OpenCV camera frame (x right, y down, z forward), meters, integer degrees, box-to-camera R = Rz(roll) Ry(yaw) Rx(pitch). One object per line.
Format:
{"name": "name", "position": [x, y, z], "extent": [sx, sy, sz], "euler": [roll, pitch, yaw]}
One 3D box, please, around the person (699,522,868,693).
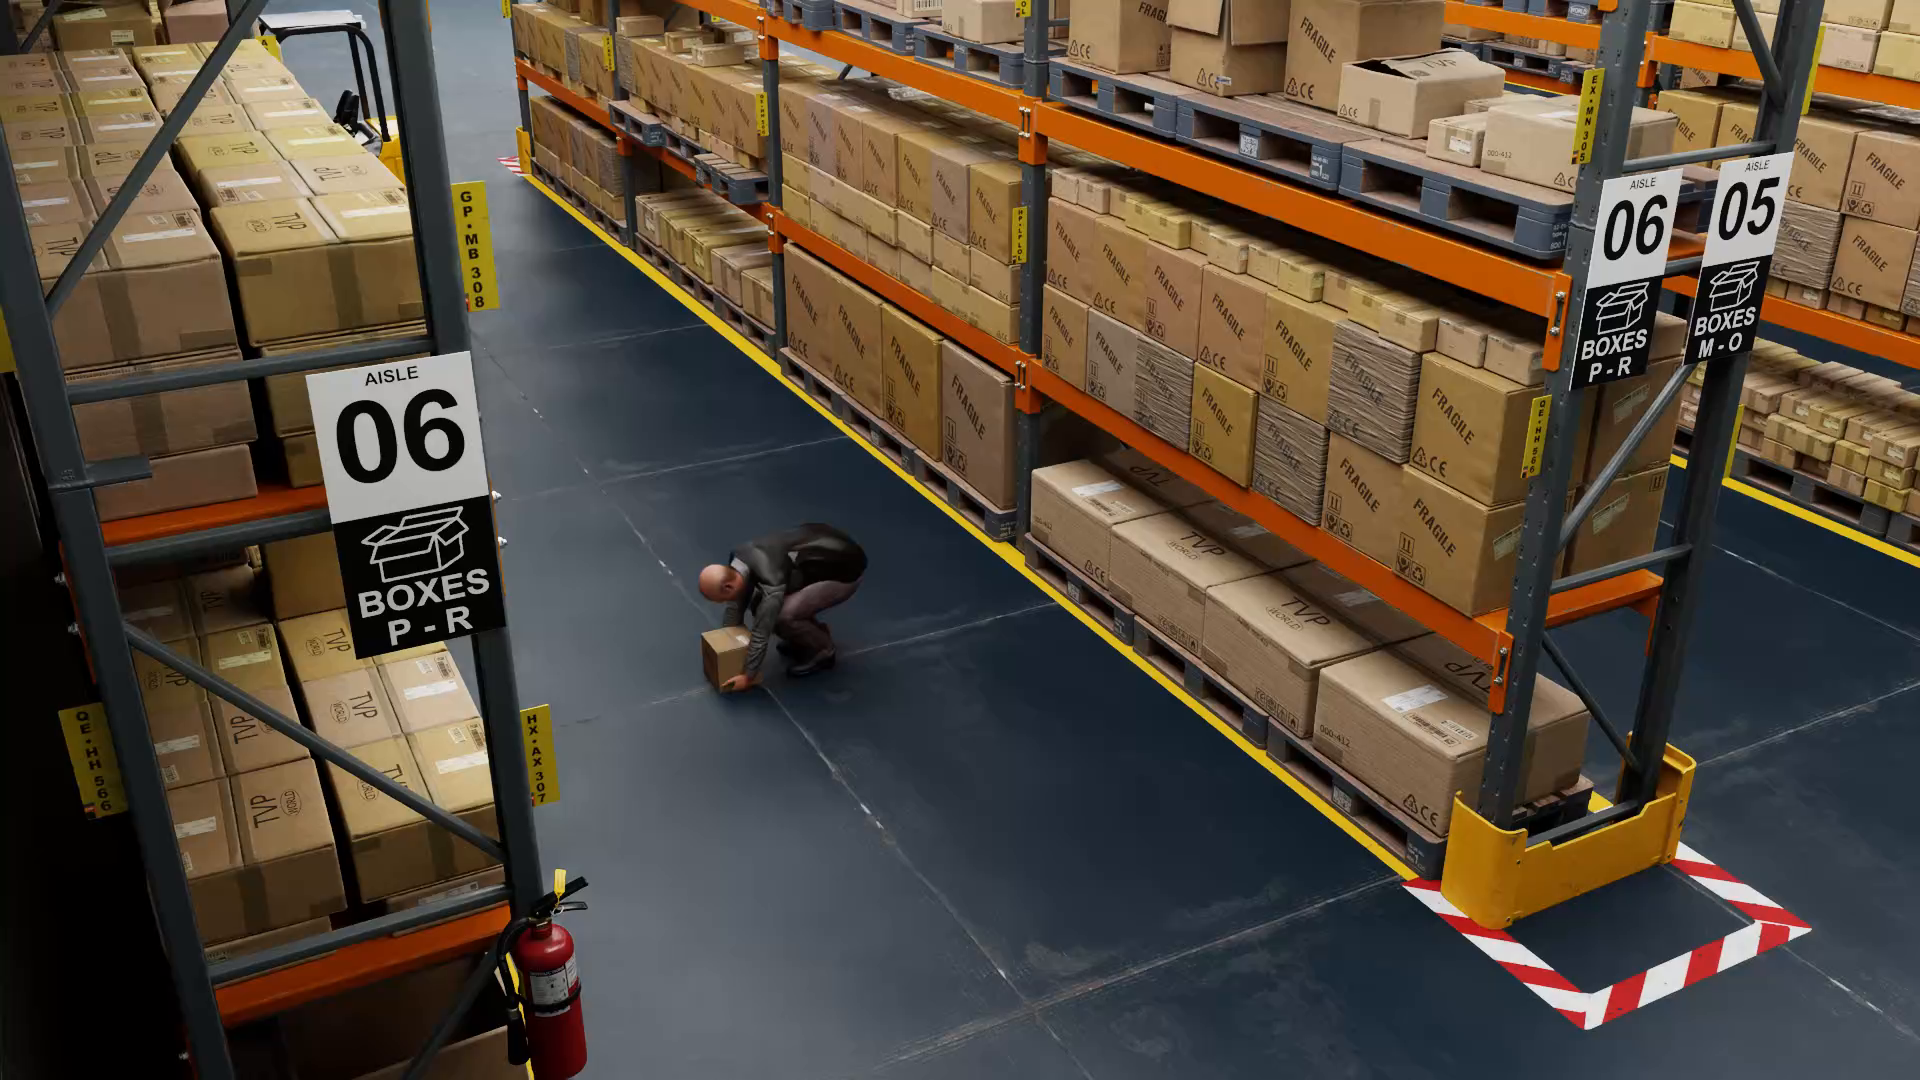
{"name": "person", "position": [-0.964, 0.338, 9.027], "extent": [0.947, 0.815, 0.502], "euler": [-14, 29, -26]}
